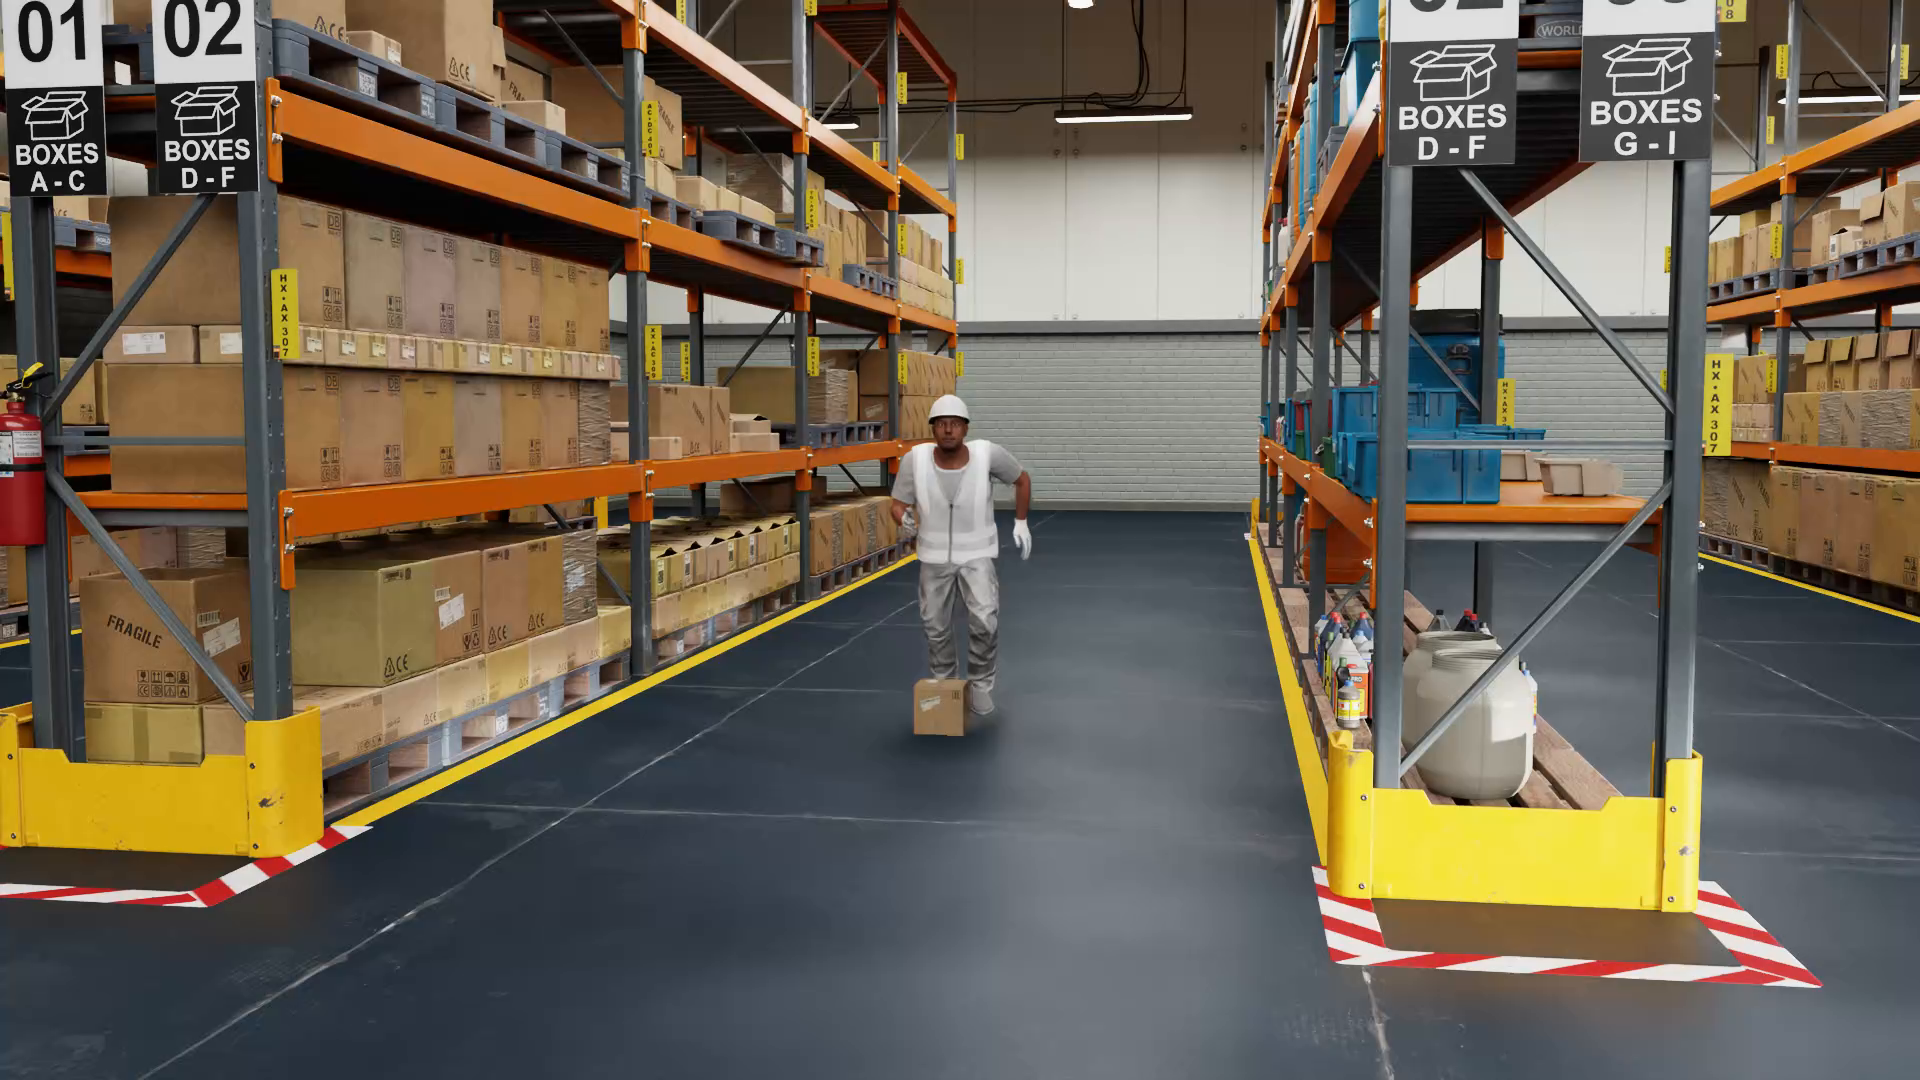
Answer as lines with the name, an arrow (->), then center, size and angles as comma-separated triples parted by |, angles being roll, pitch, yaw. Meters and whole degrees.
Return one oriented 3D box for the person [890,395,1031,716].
person -> -0.010, 0.104, 8.554 | 0.684, 1.696, 0.878 | 1, 5, 13
